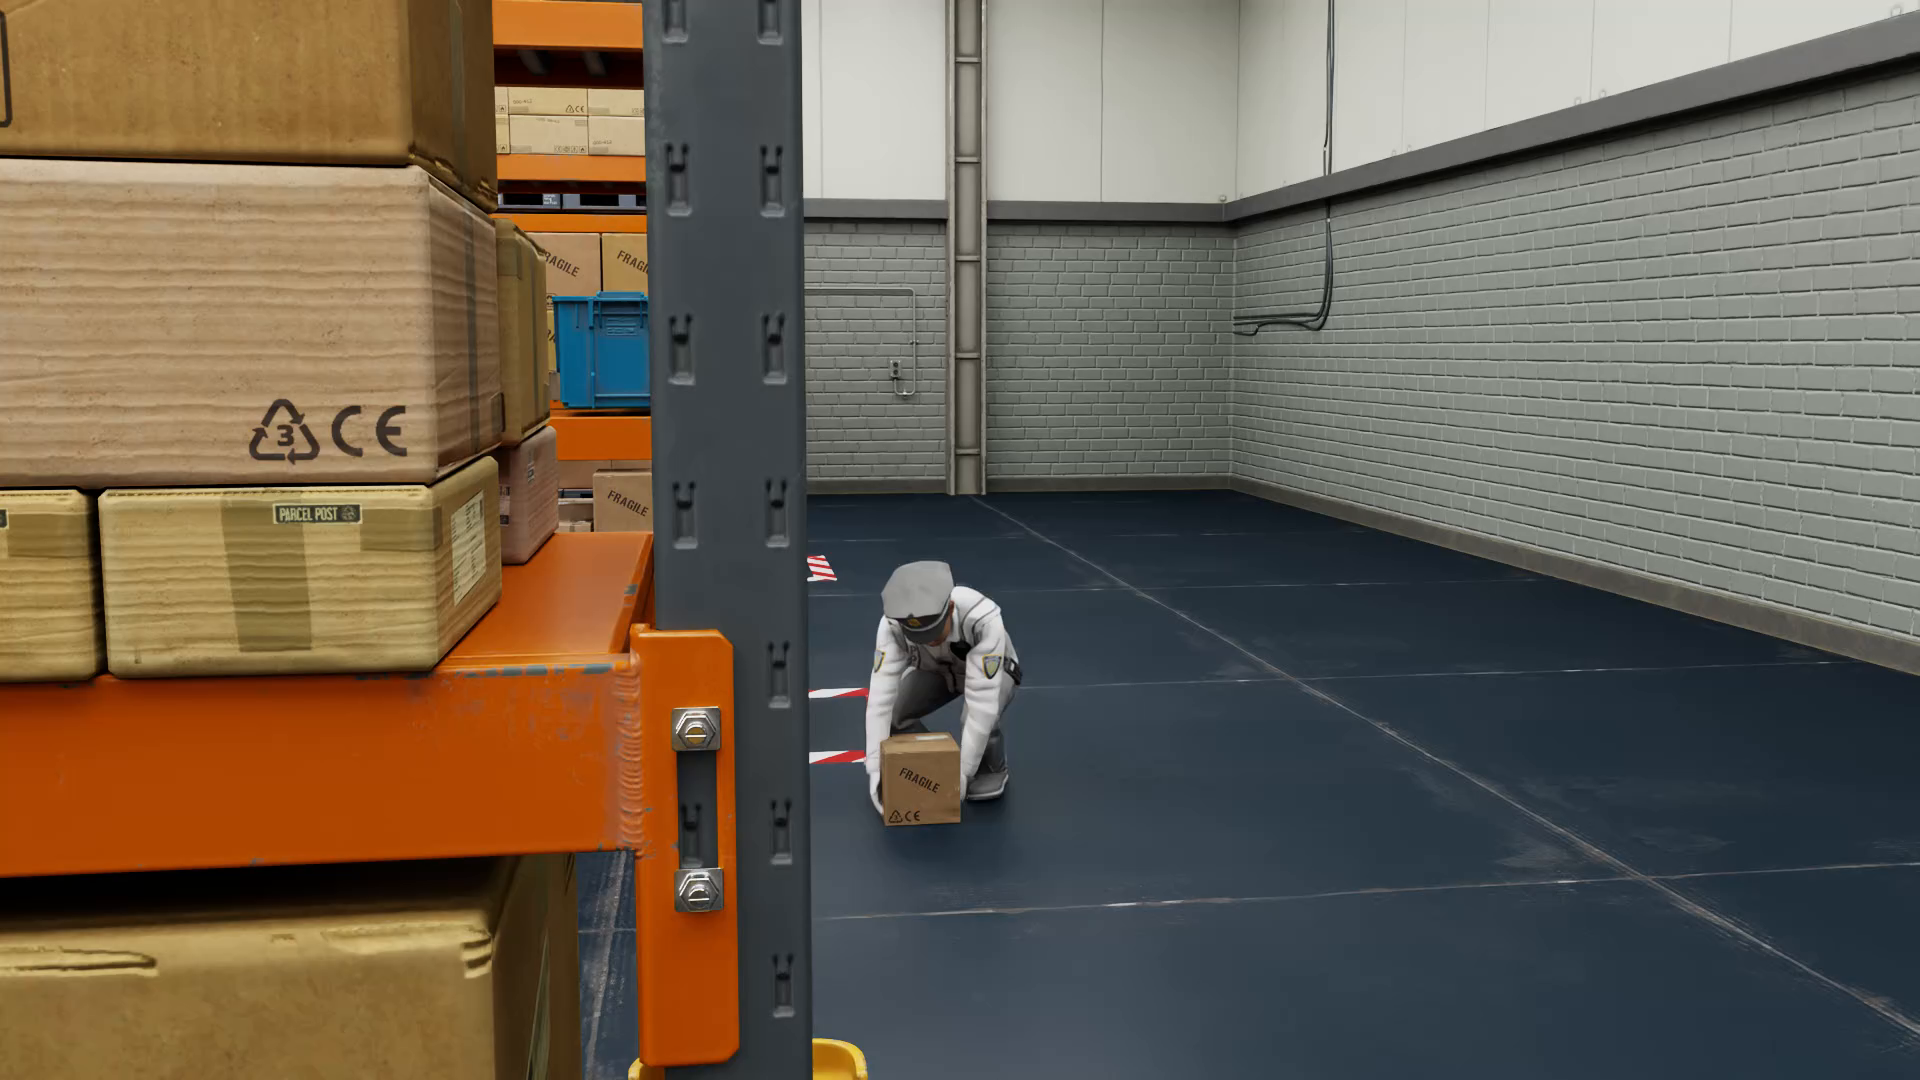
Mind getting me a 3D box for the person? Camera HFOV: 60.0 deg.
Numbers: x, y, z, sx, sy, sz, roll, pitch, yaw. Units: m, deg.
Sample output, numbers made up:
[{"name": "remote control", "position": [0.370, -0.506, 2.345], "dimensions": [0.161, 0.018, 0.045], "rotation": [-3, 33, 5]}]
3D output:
[{"name": "person", "position": [-0.058, 0.474, 5.719], "dimensions": [0.482, 0.876, 0.851], "rotation": [3, 7, 22]}]
